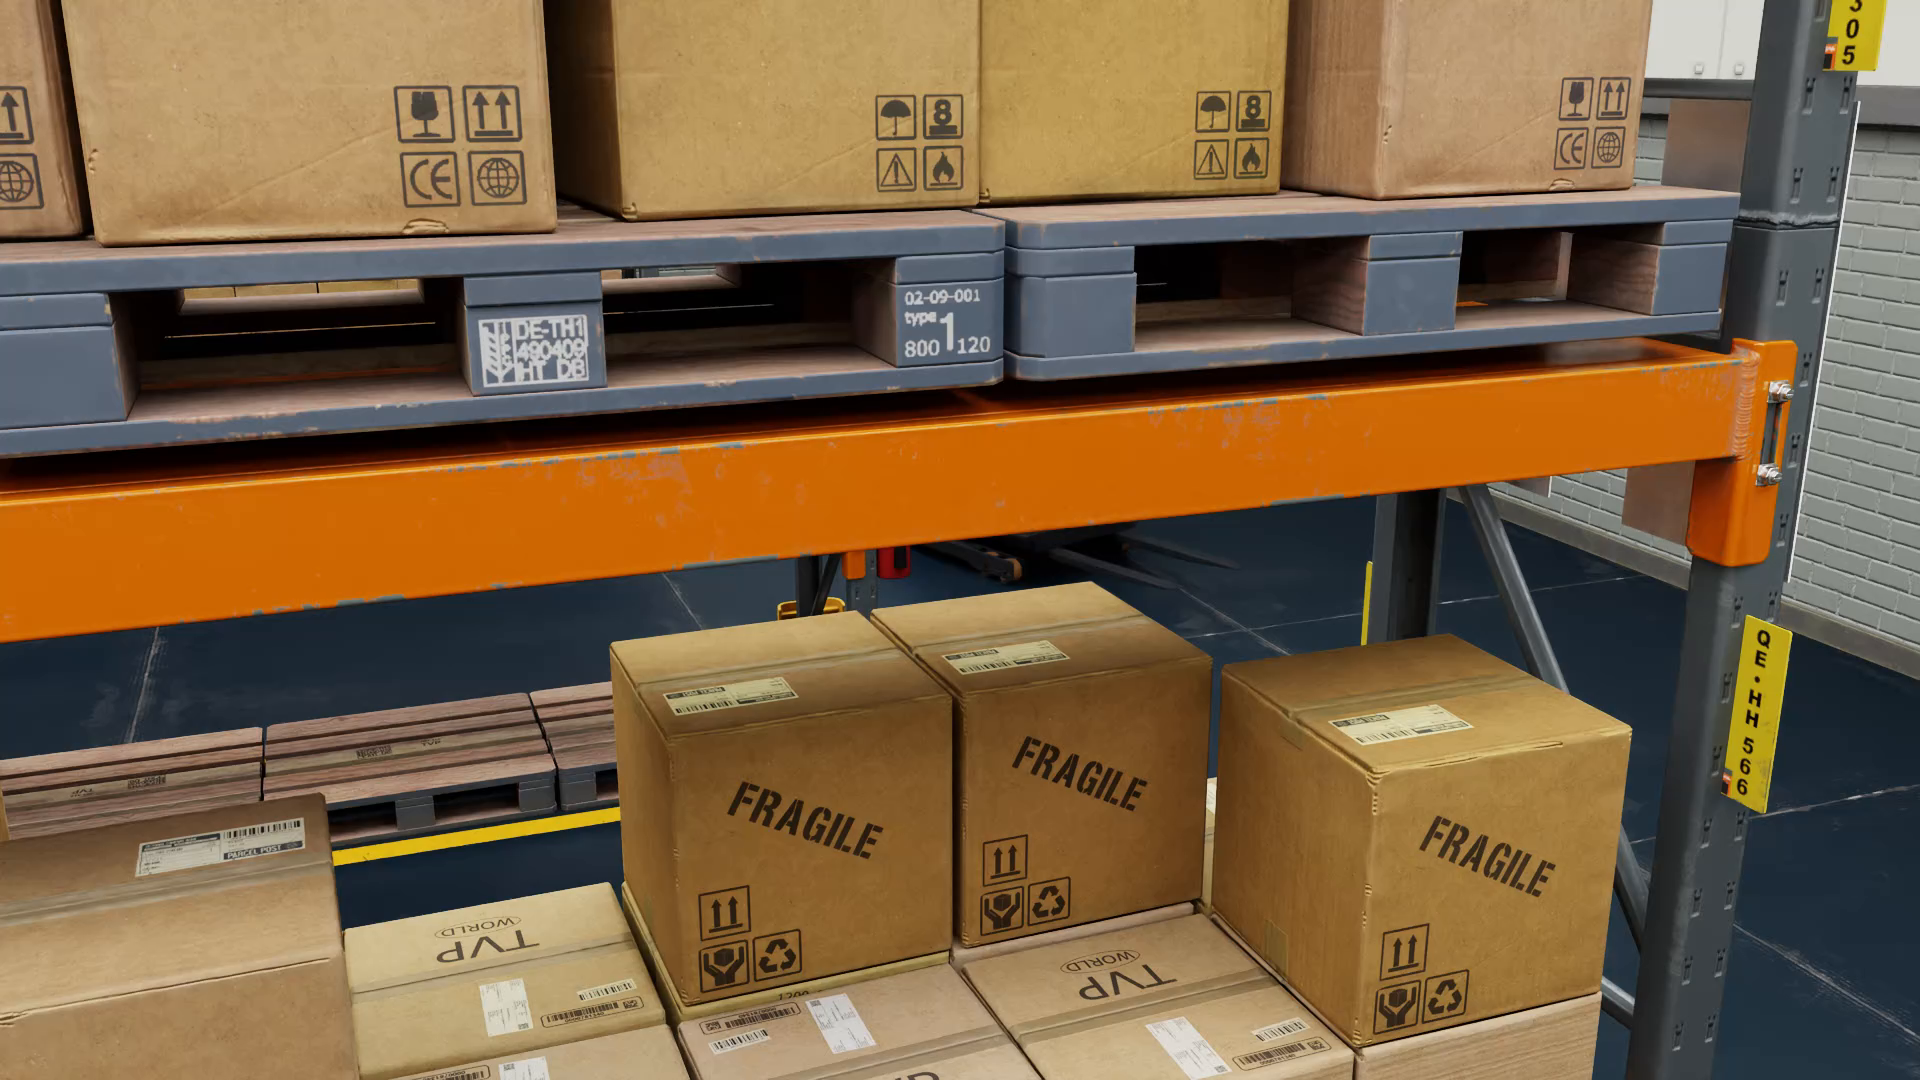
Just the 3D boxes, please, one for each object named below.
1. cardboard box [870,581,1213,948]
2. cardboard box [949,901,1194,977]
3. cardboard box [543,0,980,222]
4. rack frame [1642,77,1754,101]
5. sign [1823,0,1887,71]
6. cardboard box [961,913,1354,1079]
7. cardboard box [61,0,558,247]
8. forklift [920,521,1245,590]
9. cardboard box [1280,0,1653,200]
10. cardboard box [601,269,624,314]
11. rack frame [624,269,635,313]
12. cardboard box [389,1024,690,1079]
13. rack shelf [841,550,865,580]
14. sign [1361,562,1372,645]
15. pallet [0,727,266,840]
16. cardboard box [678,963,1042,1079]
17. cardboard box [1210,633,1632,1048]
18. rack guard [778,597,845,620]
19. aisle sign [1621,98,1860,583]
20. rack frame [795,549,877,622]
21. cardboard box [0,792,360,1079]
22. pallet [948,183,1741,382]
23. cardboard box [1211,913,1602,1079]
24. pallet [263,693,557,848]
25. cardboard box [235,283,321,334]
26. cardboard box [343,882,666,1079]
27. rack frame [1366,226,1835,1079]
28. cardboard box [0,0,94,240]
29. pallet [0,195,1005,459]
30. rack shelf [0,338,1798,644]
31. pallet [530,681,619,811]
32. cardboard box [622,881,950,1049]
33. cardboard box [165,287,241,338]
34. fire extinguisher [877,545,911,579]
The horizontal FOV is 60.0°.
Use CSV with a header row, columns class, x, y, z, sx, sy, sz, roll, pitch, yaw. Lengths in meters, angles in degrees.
class,x,y,z,sx,sy,sz,roll,pitch,yaw
cardboard box,0.144,0.416,3.266,0.500,0.500,0.500,-7,18,-21
cardboard box,0.128,0.779,3.359,0.500,0.250,0.500,-6,18,-21
cardboard box,-0.345,-0.762,2.445,0.500,0.500,0.700,-7,18,-24
rack frame,1.157,-2.059,2.639,0.053,2.616,0.949,-6,17,-20
sign,1.337,-0.863,2.460,0.005,0.325,0.100,-6,17,-20
cardboard box,0.324,0.917,2.889,0.500,0.250,0.500,-6,18,-21
cardboard box,-0.827,-0.678,2.159,0.500,0.500,0.700,-5,17,-18
forklift,0.517,-1.287,10.779,1.130,2.935,3.031,-14,21,-39
cardboard box,0.690,-0.852,2.751,0.500,0.500,0.700,-7,18,-23
cardboard box,-2.706,-1.719,11.952,0.500,0.500,0.500,-6,17,-18
rack frame,-2.387,-1.789,12.367,0.053,2.616,0.949,-6,17,-20
cardboard box,-0.636,1.022,2.531,0.500,0.250,0.500,-6,17,-20
rack shelf,-2.484,0.062,7.340,4.000,0.370,1.077,-6,17,-20
sign,0.963,0.219,3.853,0.005,0.325,0.100,-6,17,-20
pallet,-3.679,1.172,7.232,1.213,0.211,1.003,-6,17,-20
cardboard box,-0.151,0.969,2.714,0.500,0.250,0.500,-7,18,-22
cardboard box,0.795,0.506,2.958,0.500,0.500,0.500,-6,17,-19
rack guard,-0.599,0.709,8.297,0.348,0.500,1.175,-6,17,-20
aisle sign,1.330,-0.357,2.877,0.004,0.787,0.394,-6,17,-20
rack frame,-0.616,-0.485,7.925,0.127,3.000,1.000,-6,17,-20
cardboard box,-1.094,0.709,2.268,0.500,0.500,0.500,-7,18,-22
pallet,0.467,-0.501,2.813,1.213,0.211,1.003,-6,17,-20
cardboard box,0.798,0.866,3.062,0.500,0.250,0.500,-6,18,-21
pallet,-2.538,1.048,7.654,1.213,0.211,1.003,-6,17,-20
cardboard box,-4.602,-1.515,11.256,0.500,0.500,0.500,-6,17,-20
cardboard box,-0.828,0.883,3.006,0.500,0.250,0.500,-7,18,-21
rack frame,1.156,0.819,3.487,0.127,3.000,1.000,-6,17,-20
cardboard box,-1.366,-0.663,2.107,0.500,0.500,0.700,-5,17,-17
pallet,-0.674,-0.377,2.391,1.213,0.211,1.003,-6,17,-20
rack shelf,-0.712,-0.074,2.479,4.000,0.370,1.077,-6,17,-20
pallet,-1.400,0.926,8.069,1.213,0.211,1.003,-6,17,-20
cardboard box,-0.342,0.829,3.190,0.500,0.250,0.500,-7,18,-22
cardboard box,-3.982,-1.663,11.761,3.026,0.500,1.079,-6,17,-19
fire extinguisher,-0.313,-0.164,7.633,0.183,0.674,0.296,-6,17,-20
